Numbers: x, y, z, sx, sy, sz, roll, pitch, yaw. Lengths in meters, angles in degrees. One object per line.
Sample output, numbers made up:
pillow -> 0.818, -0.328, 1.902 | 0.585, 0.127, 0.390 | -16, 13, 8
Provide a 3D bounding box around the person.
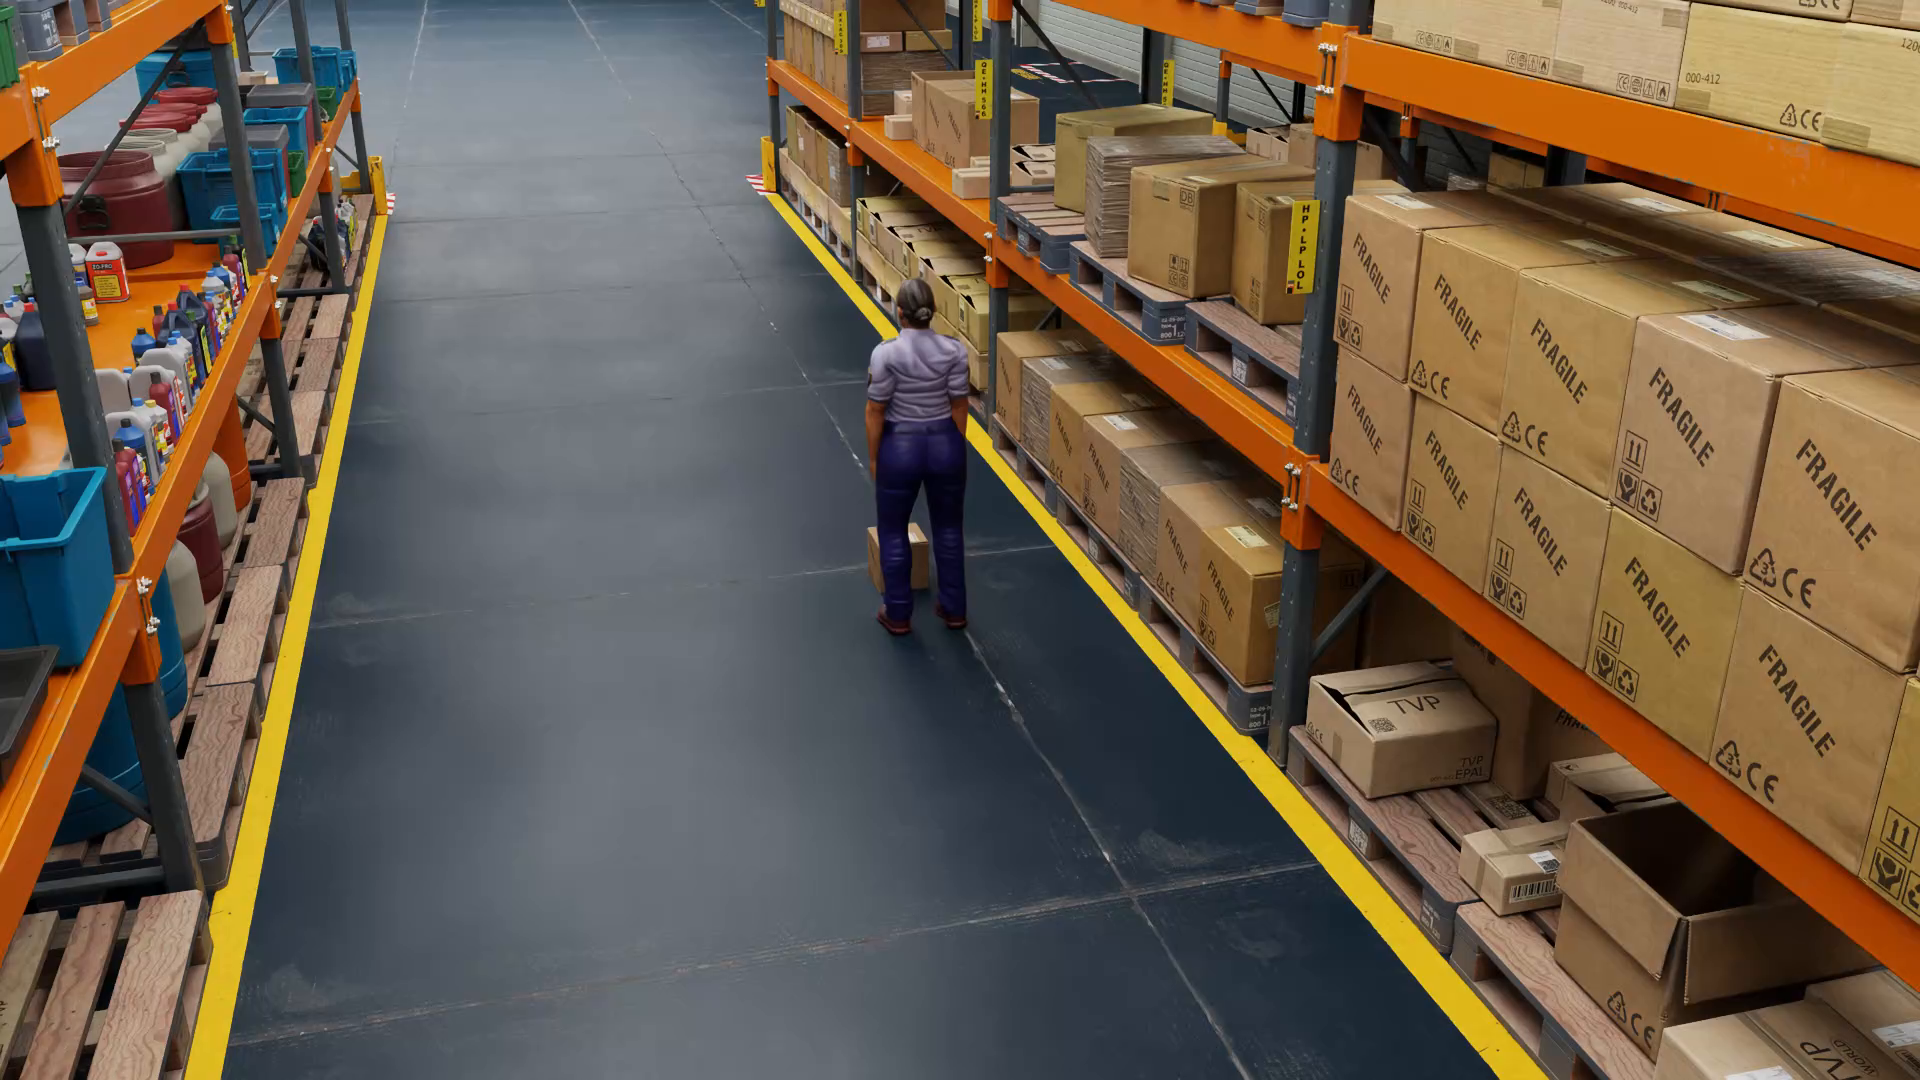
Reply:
person -> -0.197, -0.372, 7.496 | 0.469, 1.646, 0.342 | -6, 24, -13
